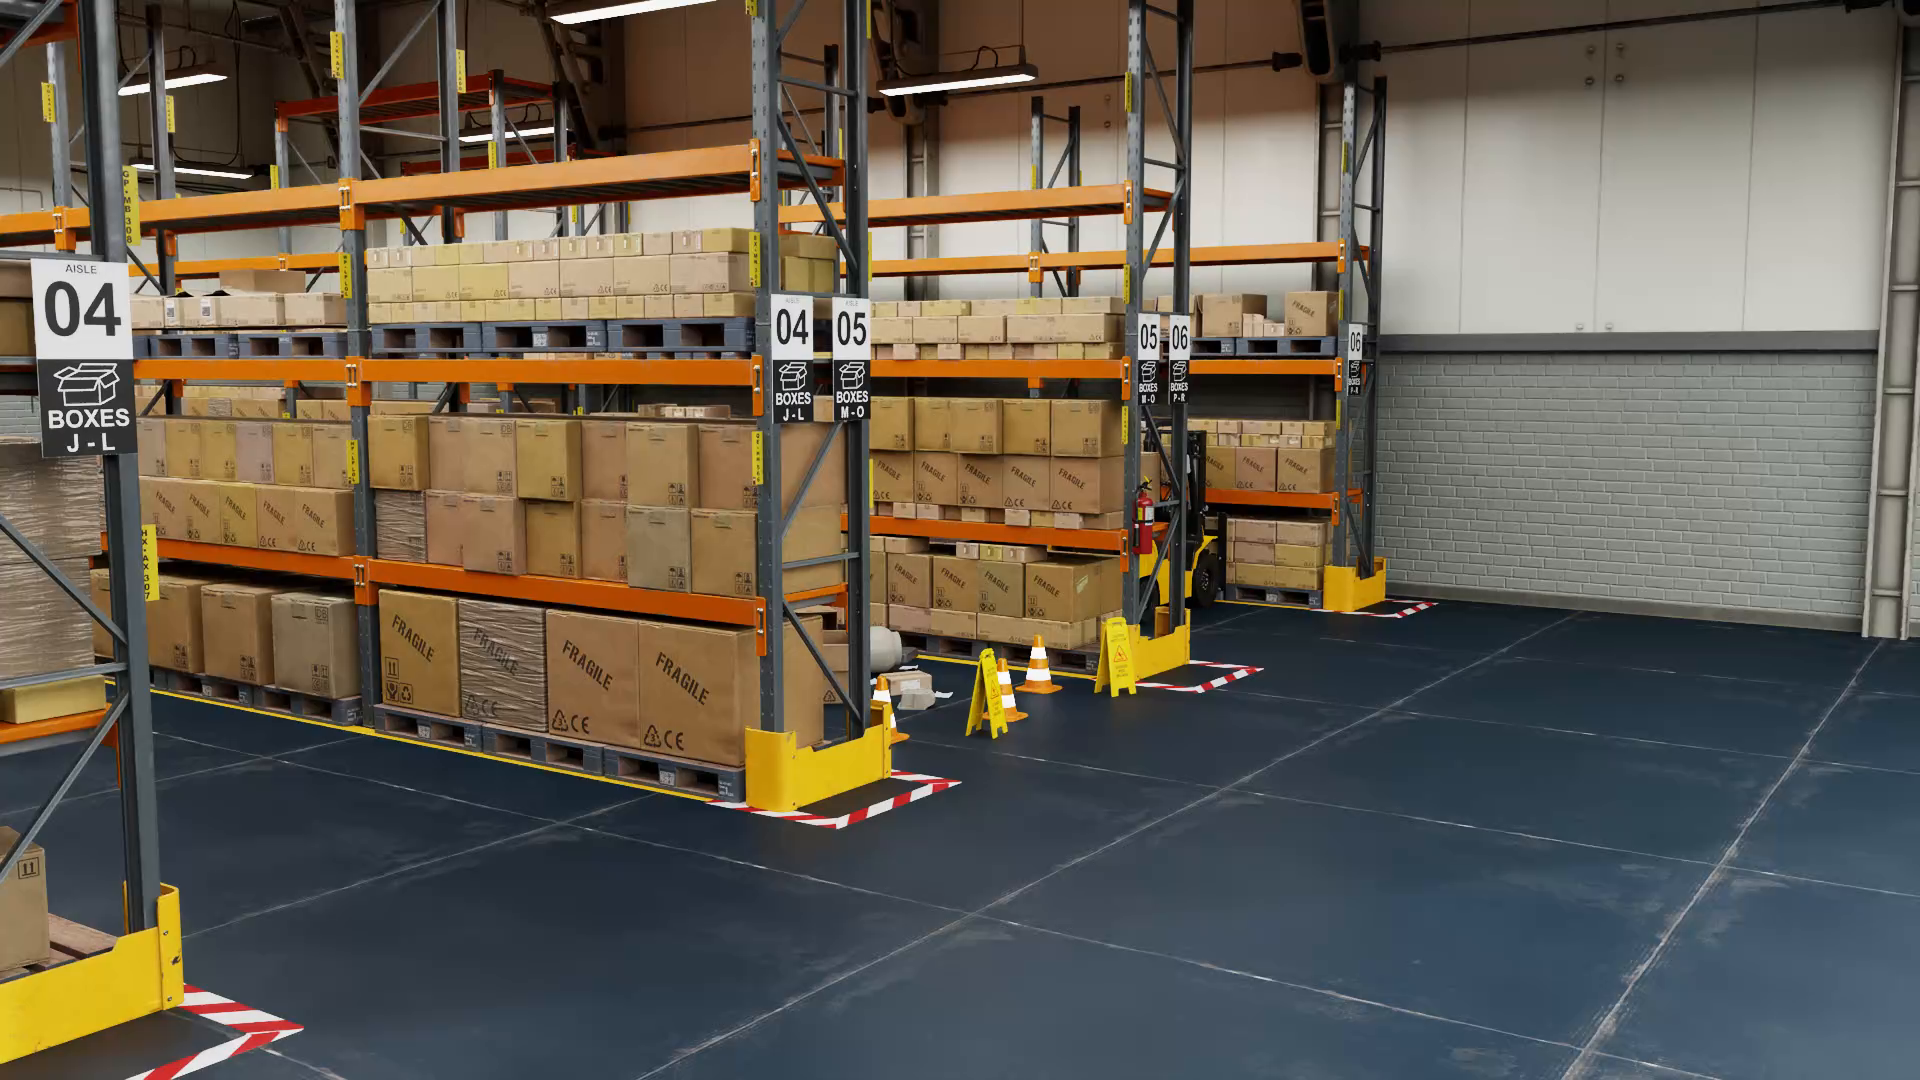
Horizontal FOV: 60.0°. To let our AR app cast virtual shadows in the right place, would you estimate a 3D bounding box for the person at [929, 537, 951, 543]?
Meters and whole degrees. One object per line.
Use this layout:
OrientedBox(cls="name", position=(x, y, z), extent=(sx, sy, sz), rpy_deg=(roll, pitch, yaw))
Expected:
OrientedBox(cls="person", position=(-0.286, -0.124, 18.922), extent=(0.524, 1.779, 0.553), rpy_deg=(4, 7, 33))
